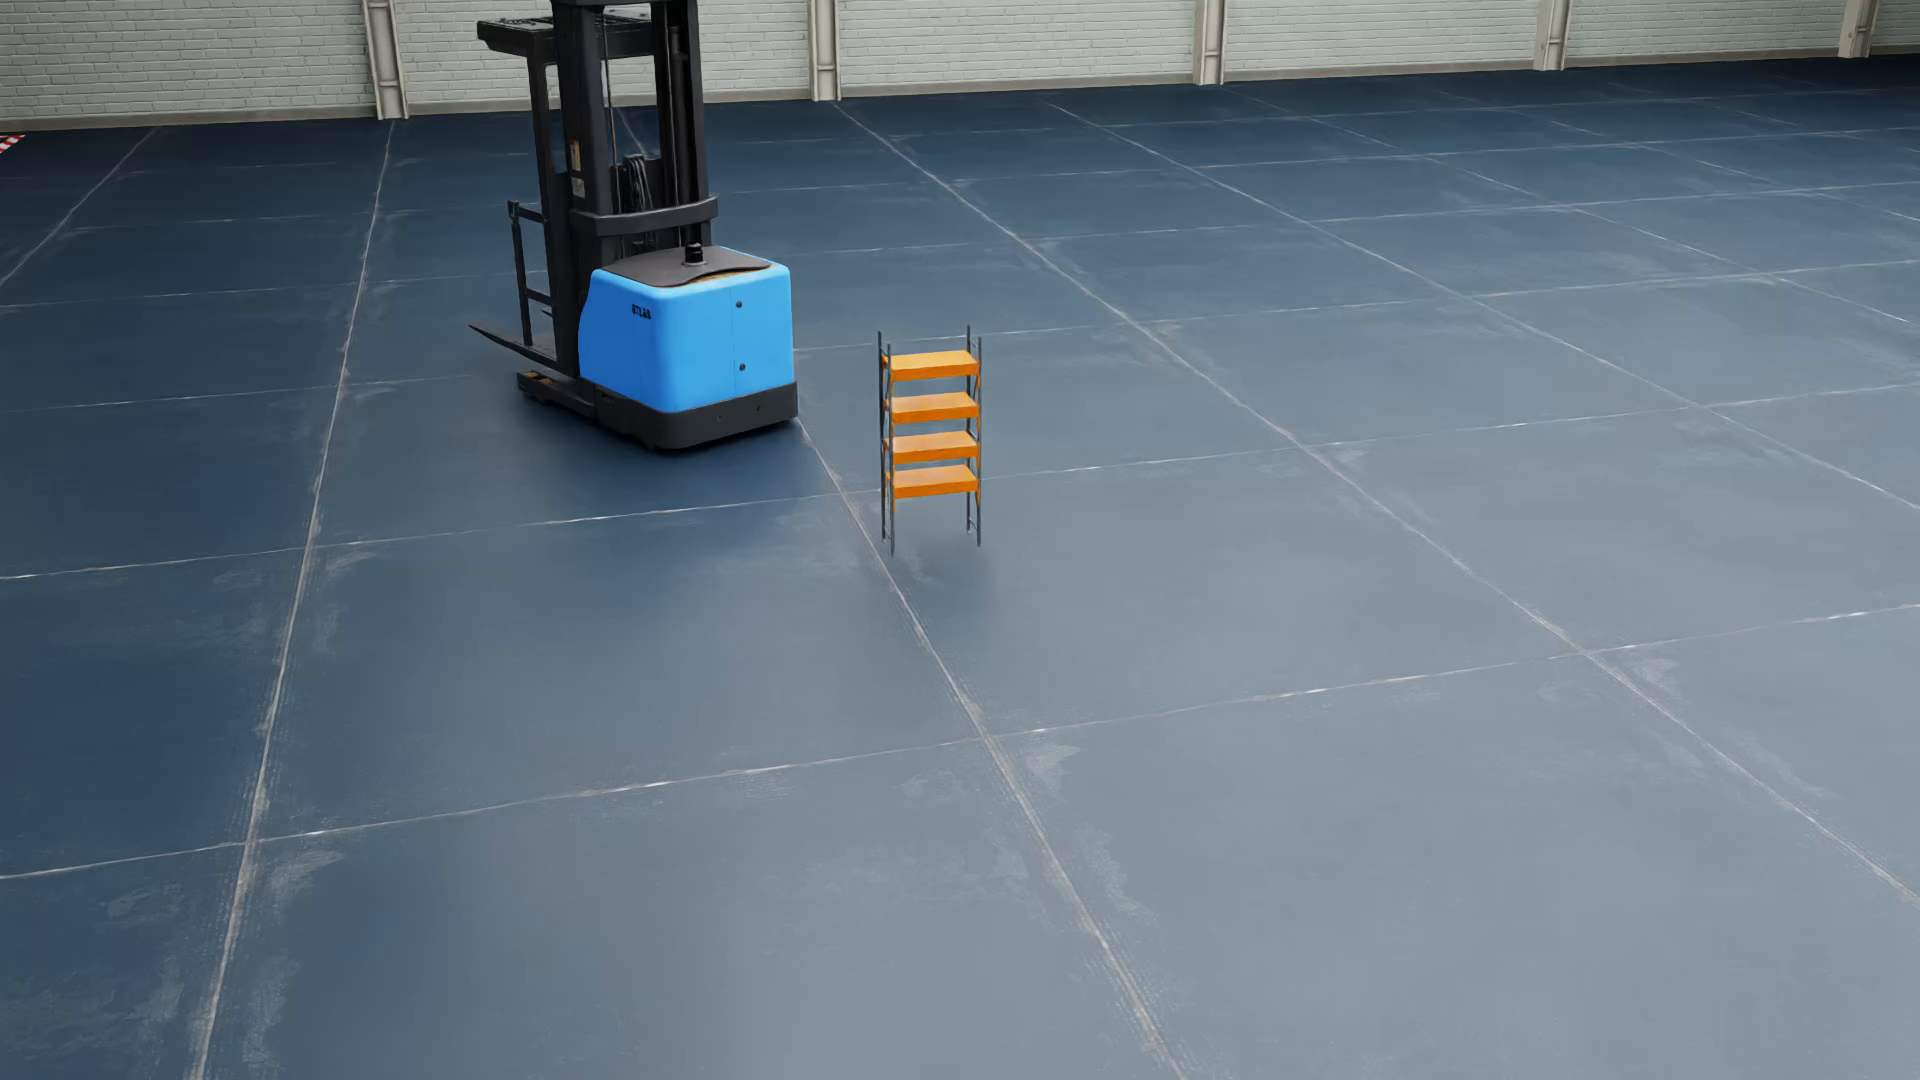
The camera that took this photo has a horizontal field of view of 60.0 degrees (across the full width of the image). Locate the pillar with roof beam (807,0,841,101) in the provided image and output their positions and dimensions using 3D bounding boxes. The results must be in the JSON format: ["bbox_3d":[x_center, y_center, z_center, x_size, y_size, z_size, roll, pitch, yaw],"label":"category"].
[{"bbox_3d":[-0.790,-8.912,18.607,0.400,9.000,9.100,-6,24,-14],"label":"pillar with roof beam"}]

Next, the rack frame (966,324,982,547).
[{"bbox_3d":[0.076,-0.560,9.033,0.015,1.200,0.240,-6,24,-14],"label":"rack frame"}]

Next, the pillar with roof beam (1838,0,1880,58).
[{"bbox_3d":[16.541,-10.829,23.075,0.400,9.000,9.100,-6,24,-14],"label":"pillar with roof beam"}]

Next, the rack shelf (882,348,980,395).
[{"bbox_3d":[-0.159,-0.895,8.817,0.480,0.148,0.258,-6,24,-14],"label":"rack shelf"}]

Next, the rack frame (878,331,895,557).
[{"bbox_3d":[-0.394,-0.508,8.912,0.015,1.200,0.240,-6,24,-14],"label":"rack frame"}]

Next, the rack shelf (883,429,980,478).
[{"bbox_3d":[-0.159,-0.472,8.999,0.480,0.148,0.258,-6,24,-14],"label":"rack shelf"}]

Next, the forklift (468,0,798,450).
[{"bbox_3d":[-2.429,-2.411,11.152,1.130,2.935,3.031,-20,30,-38],"label":"forklift"}]

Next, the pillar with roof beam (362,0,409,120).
[{"bbox_3d":[-6.567,-8.273,17.118,0.400,9.000,9.100,-6,24,-14],"label":"pillar with roof beam"}]

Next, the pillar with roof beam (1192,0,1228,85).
[{"bbox_3d":[4.987,-9.551,20.097,0.400,9.000,9.100,-6,24,-14],"label":"pillar with roof beam"}]

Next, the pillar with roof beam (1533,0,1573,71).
[{"bbox_3d":[10.764,-10.190,21.586,0.400,9.000,9.100,-6,24,-14],"label":"pillar with roof beam"}]

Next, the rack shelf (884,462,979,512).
[{"bbox_3d":[-0.159,-0.289,9.077,0.480,0.148,0.258,-6,24,-14],"label":"rack shelf"}]

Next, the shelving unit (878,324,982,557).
[{"bbox_3d":[-0.159,-0.534,8.972,0.503,1.200,0.258,-6,24,-14],"label":"shelving unit"}]

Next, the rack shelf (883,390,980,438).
[{"bbox_3d":[-0.159,-0.677,8.911,0.480,0.148,0.258,-6,24,-14],"label":"rack shelf"}]
